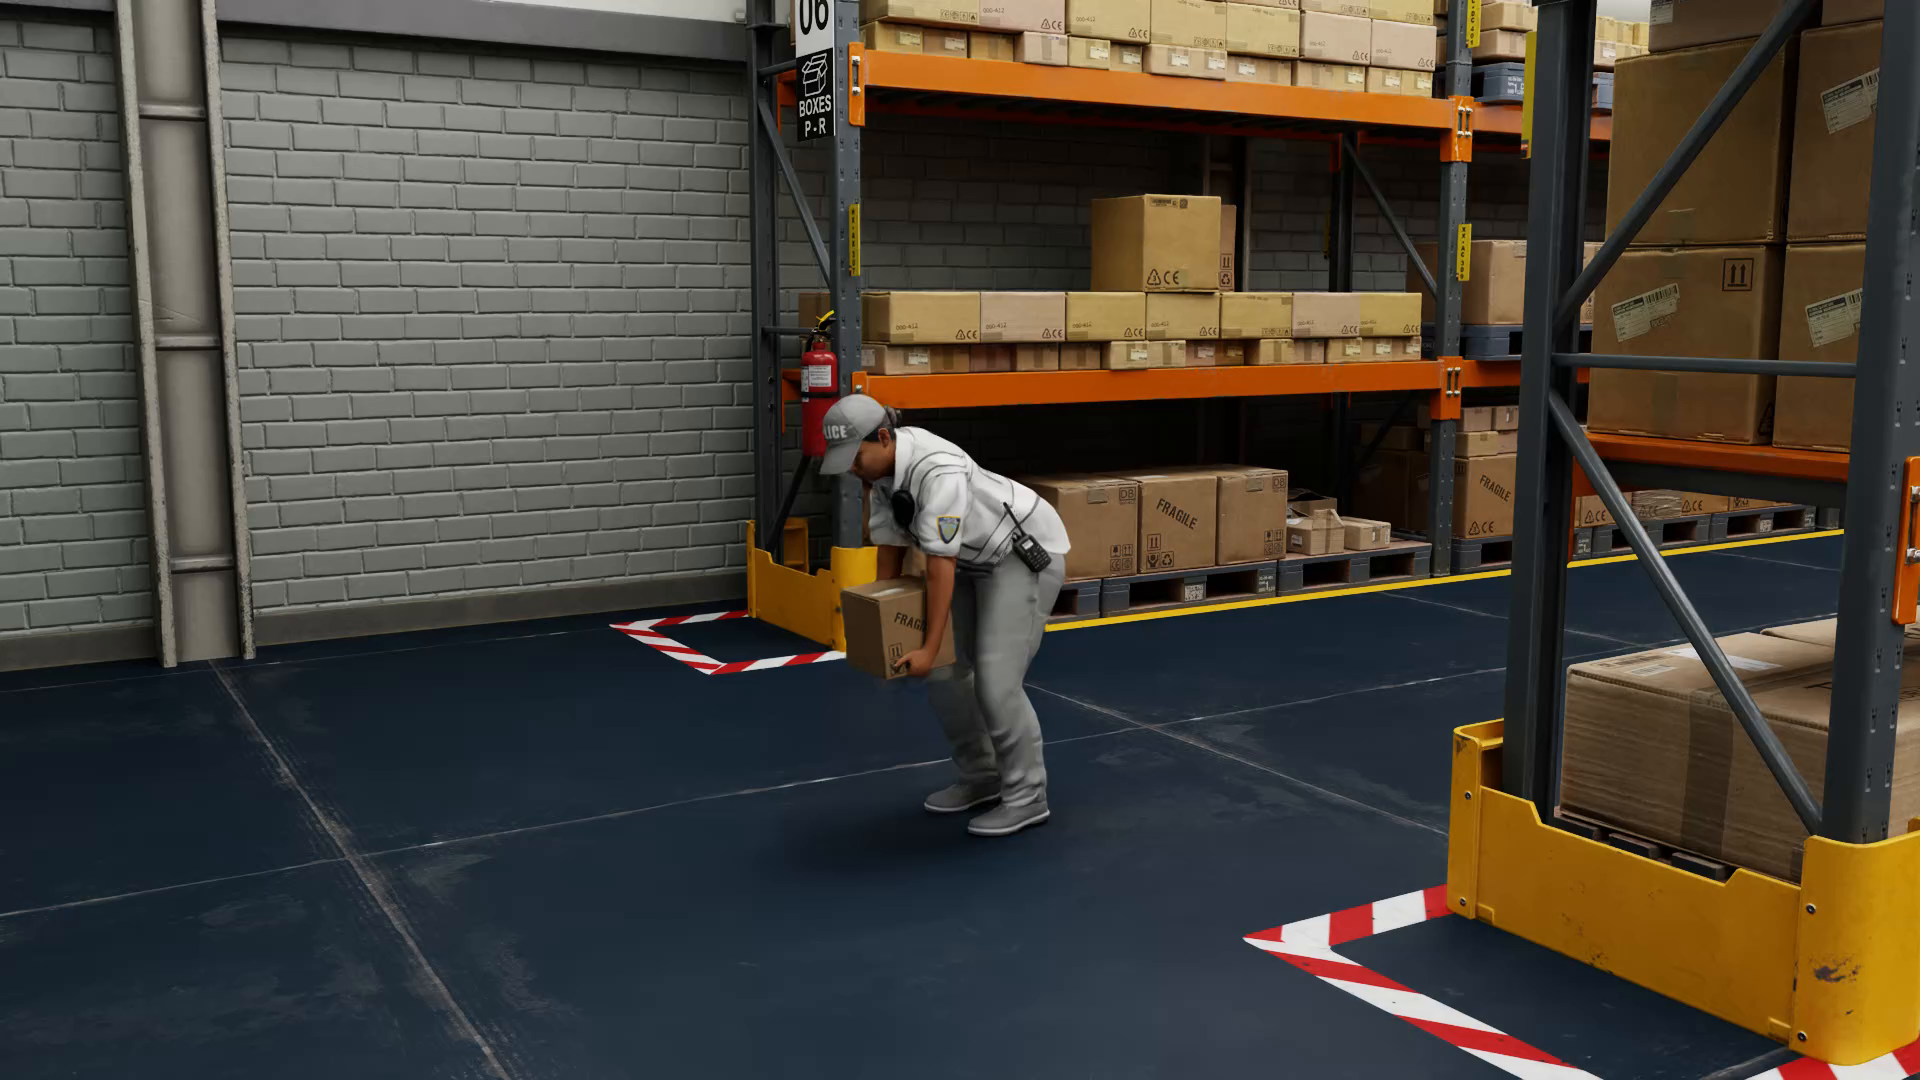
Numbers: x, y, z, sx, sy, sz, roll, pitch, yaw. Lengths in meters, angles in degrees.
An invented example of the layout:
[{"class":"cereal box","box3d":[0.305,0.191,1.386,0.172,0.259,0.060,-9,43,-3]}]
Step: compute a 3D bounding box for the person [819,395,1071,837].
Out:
[{"class":"person","box3d":[-0.061,0.230,5.224,0.848,1.390,0.457,-5,10,-32]}]
